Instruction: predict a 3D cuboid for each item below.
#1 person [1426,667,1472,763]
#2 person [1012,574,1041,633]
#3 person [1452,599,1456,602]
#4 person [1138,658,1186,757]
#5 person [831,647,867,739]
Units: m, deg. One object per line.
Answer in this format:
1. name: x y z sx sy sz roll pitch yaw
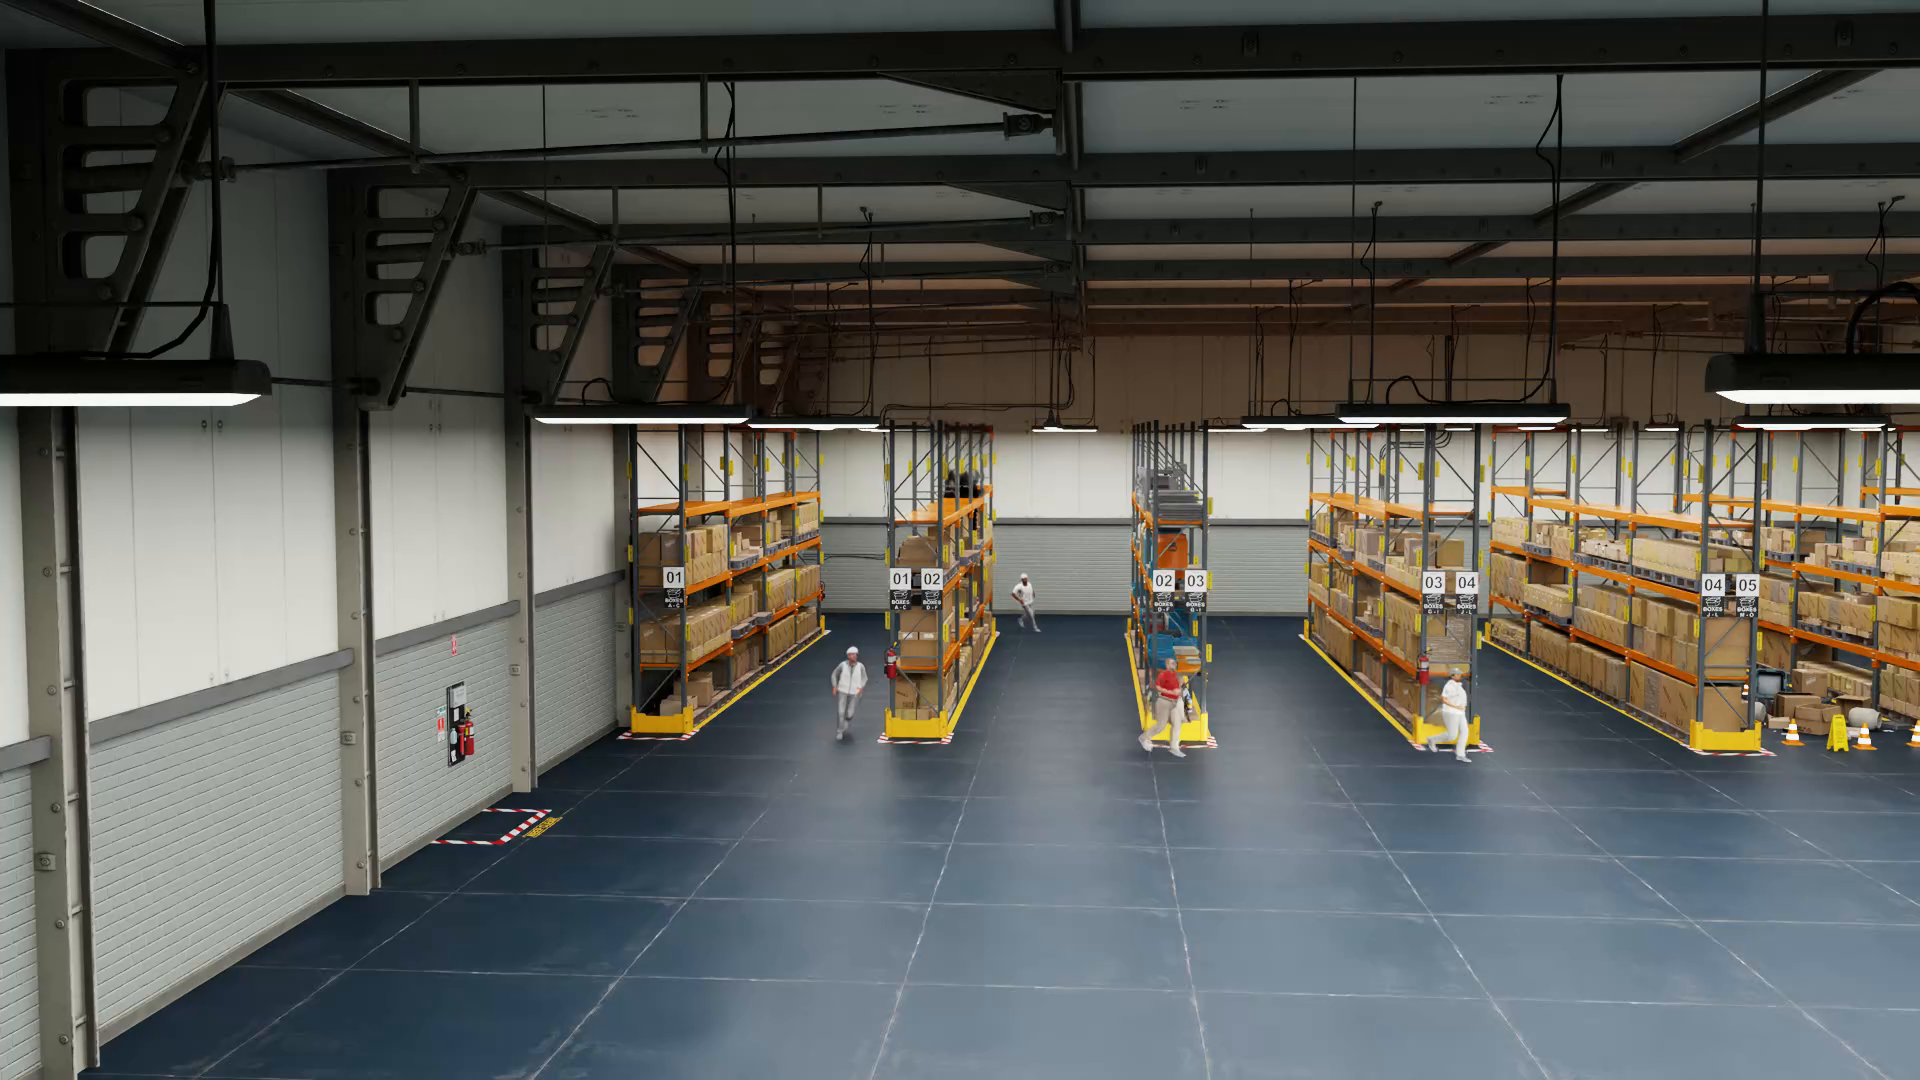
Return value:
1. person: 8.679 3.065 29.260 0.756 1.656 0.608 3 5 39
2. person: 1.846 1.827 48.224 0.897 1.713 0.705 3 5 42
3. person: 14.201 1.885 47.490 0.567 1.681 0.740 0 4 1
4. person: 3.693 2.984 29.827 0.894 1.747 0.668 3 5 37
5. person: -2.102 2.885 31.571 0.698 1.735 0.632 0 4 -7
